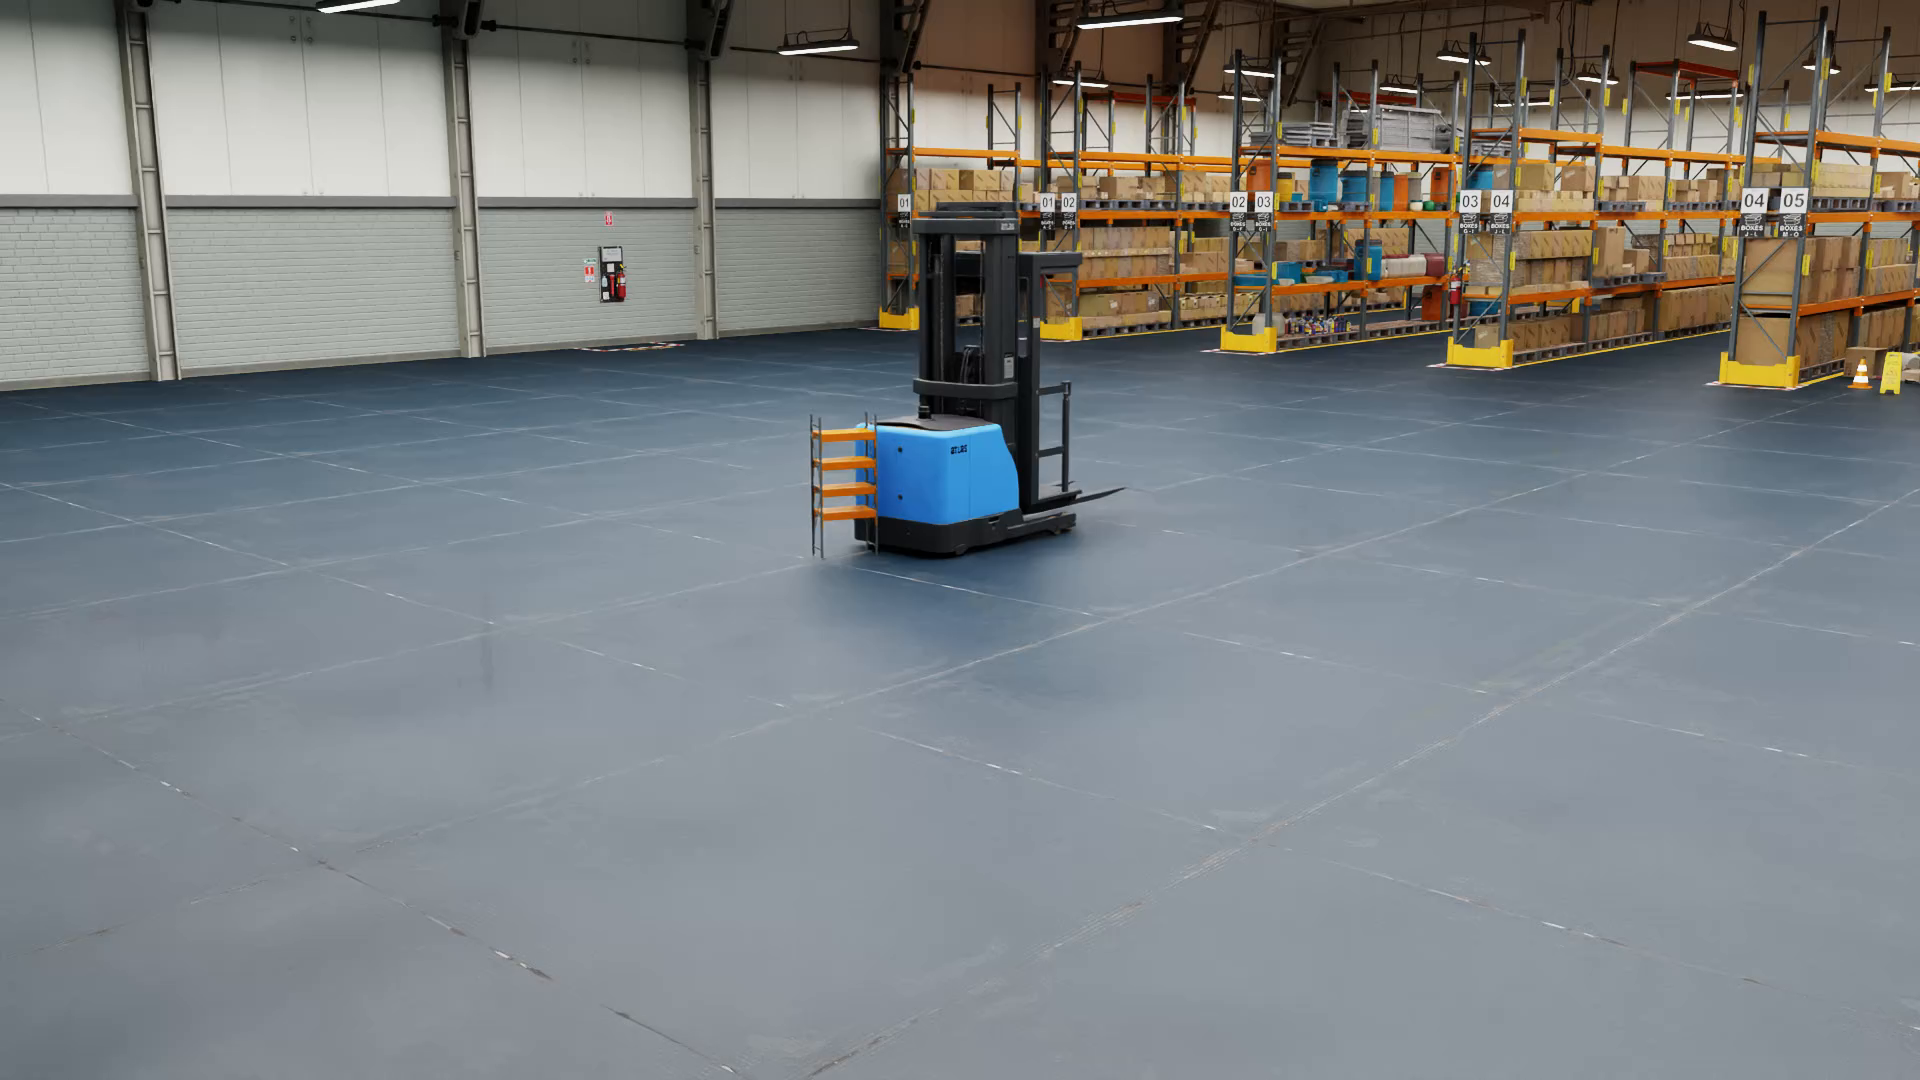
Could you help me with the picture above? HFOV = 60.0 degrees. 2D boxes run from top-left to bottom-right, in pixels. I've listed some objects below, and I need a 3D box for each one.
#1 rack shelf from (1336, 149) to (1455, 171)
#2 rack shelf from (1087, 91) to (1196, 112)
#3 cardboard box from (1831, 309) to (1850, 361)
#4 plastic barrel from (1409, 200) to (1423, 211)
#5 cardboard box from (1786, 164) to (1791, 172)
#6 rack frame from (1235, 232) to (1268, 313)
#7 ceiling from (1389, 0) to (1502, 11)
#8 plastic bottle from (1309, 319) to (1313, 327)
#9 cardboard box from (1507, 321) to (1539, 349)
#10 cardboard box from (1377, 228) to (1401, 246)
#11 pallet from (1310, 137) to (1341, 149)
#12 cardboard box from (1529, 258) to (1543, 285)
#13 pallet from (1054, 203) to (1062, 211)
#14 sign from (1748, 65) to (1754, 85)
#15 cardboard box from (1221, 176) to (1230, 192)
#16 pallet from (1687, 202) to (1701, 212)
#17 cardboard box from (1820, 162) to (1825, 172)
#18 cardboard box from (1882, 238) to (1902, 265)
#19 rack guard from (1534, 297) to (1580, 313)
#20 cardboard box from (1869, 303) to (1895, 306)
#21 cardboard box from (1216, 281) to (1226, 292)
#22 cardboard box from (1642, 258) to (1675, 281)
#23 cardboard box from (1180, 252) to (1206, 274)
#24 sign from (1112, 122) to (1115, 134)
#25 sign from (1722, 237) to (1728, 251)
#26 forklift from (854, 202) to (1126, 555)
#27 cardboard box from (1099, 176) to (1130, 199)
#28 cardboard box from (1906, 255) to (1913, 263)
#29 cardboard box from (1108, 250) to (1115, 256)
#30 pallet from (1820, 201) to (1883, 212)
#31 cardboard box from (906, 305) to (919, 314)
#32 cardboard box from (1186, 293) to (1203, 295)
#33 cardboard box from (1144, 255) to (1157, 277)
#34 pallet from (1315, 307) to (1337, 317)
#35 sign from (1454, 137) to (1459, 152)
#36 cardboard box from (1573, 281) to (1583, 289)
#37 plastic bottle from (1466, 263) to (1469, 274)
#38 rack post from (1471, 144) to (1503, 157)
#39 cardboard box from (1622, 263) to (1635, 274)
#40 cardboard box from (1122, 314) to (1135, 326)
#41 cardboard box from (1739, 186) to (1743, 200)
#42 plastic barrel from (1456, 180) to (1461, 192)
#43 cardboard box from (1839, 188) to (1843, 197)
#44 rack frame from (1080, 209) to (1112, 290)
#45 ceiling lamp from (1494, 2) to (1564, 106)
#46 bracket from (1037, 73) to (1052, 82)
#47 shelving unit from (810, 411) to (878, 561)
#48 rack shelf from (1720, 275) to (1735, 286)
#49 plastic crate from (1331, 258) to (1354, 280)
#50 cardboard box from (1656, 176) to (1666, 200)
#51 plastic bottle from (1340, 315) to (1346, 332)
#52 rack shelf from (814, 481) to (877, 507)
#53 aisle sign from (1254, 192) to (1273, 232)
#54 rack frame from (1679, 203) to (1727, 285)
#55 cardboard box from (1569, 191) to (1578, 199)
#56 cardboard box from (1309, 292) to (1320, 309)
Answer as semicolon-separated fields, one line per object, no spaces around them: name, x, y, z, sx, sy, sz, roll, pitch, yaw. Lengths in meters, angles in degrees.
rack shelf;9.890;-8.643;37.866;1.077;0.370;4.000;10;15;40
rack shelf;5.088;-12.338;46.861;1.077;0.370;4.000;10;15;40
cardboard box;15.481;-3.740;30.128;0.875;0.875;0.875;10;15;41
plastic barrel;10.546;-7.730;38.449;0.301;0.262;0.301;0;11;0
cardboard box;13.781;-6.270;28.066;0.380;0.149;0.250;10;15;41
rack frame;7.492;-7.185;43.026;1.000;3.000;0.127;10;15;40
ceiling;15.579;-15.937;48.552;6.000;0.001;6.000;10;15;40
plastic bottle;7.720;-4.731;36.584;0.097;0.271;0.097;0;11;0
cardboard box;10.871;-3.979;32.282;0.500;0.500;0.500;-10;15;-42
cardboard box;12.352;-8.726;47.933;0.500;0.500;0.500;10;15;42
pallet;7.241;-8.304;34.813;1.003;0.211;1.213;10;15;40
cardboard box;10.636;-5.156;31.853;0.875;0.500;0.500;10;15;40
pallet;2.298;-8.845;44.160;1.213;0.211;1.003;10;15;40
sign;12.911;-7.582;27.108;0.100;0.325;0.005;10;15;40
cardboard box;7.747;-10.652;49.867;0.500;0.500;0.500;10;15;41
pallet;16.052;-7.549;37.670;1.003;0.211;1.213;11;16;43
cardboard box;13.934;-6.109;27.258;0.380;0.149;0.250;10;15;41
cardboard box;17.953;-5.648;32.520;0.700;0.500;0.500;9;15;40
rack guard;16.497;-6.500;45.981;1.175;0.500;0.348;10;15;40
cardboard box;18.844;-4.730;34.130;0.500;0.250;0.500;9;15;39
cardboard box;7.654;-7.639;50.609;0.700;0.500;0.500;10;15;42
cardboard box;15.456;-5.989;36.783;0.500;0.500;0.500;10;15;42
cardboard box;5.718;-6.834;41.013;0.500;0.500;0.500;-11;16;-43
sign;4.182;-11.195;45.199;0.100;0.325;0.005;10;15;40
sign;17.985;-6.952;39.108;0.100;0.325;0.005;10;15;40
forklift;0.401;-1.544;14.959;1.130;2.935;3.031;9;14;38
cardboard box;3.512;-8.012;37.821;0.500;0.500;0.500;10;15;40
cardboard box;19.043;-5.666;33.469;0.380;0.149;0.250;10;15;40
cardboard box;3.312;-6.557;37.971;0.380;0.149;0.250;9;14;38
pallet;16.517;-6.177;30.811;0.805;0.209;1.217;9;14;38
cardboard box;-0.988;-5.635;41.009;0.500;0.311;0.500;8;14;34
cardboard box;5.908;-6.050;41.858;0.500;0.311;0.500;10;15;40
cardboard box;4.220;-6.501;39.346;0.700;0.500;0.500;10;15;40
pallet;9.624;-6.281;45.622;1.003;0.211;1.213;10;15;40
sign;11.628;-9.258;38.910;0.100;0.325;0.005;10;15;40
cardboard box;12.197;-5.087;33.162;0.380;0.149;0.250;10;15;40
plastic bottle;12.381;-6.638;40.616;0.097;0.271;0.097;0;11;0
rack post;12.610;-9.515;40.652;0.954;0.300;0.937;-10;15;-41
cardboard box;14.033;-5.763;35.180;0.396;0.266;0.258;9;15;39
cardboard box;3.723;-5.136;38.716;0.500;0.250;0.500;10;15;40
cardboard box;18.852;-8.527;40.505;0.700;0.500;0.500;11;15;43
plastic barrel;12.267;-8.568;40.872;0.433;0.535;0.433;0;11;0
cardboard box;14.776;-5.905;28.275;0.380;0.149;0.250;10;15;41
rack frame;3.768;-7.825;46.230;1.000;3.000;0.127;10;15;40
ceiling lamp;16.421;-14.237;48.115;2.000;3.185;0.800;10;15;40
bracket;2.253;-12.346;44.357;0.235;0.232;0.430;10;15;40
shelving unit;-0.969;-0.456;13.930;0.503;1.200;0.258;-5;12;-23
rack shelf;18.891;-6.434;41.101;1.077;0.370;4.000;10;15;40
plastic crate;8.659;-6.098;37.419;0.402;0.464;0.583;10;15;40
cardboard box;14.803;-7.566;35.745;0.500;0.500;0.500;10;15;42
plastic bottle;8.361;-4.740;36.426;0.144;0.351;0.185;9;15;39
rack shelf;-0.969;-0.390;13.944;0.480;0.148;0.258;-5;12;-23
aisle sign;6.102;-6.593;33.427;0.394;0.787;0.004;10;15;40
rack frame;17.571;-6.492;39.557;1.000;3.000;0.127;10;15;40
cardboard box;11.784;-6.703;32.321;0.380;0.149;0.250;9;15;39
cardboard box;9.358;-6.508;44.898;0.500;0.500;0.500;10;15;41
